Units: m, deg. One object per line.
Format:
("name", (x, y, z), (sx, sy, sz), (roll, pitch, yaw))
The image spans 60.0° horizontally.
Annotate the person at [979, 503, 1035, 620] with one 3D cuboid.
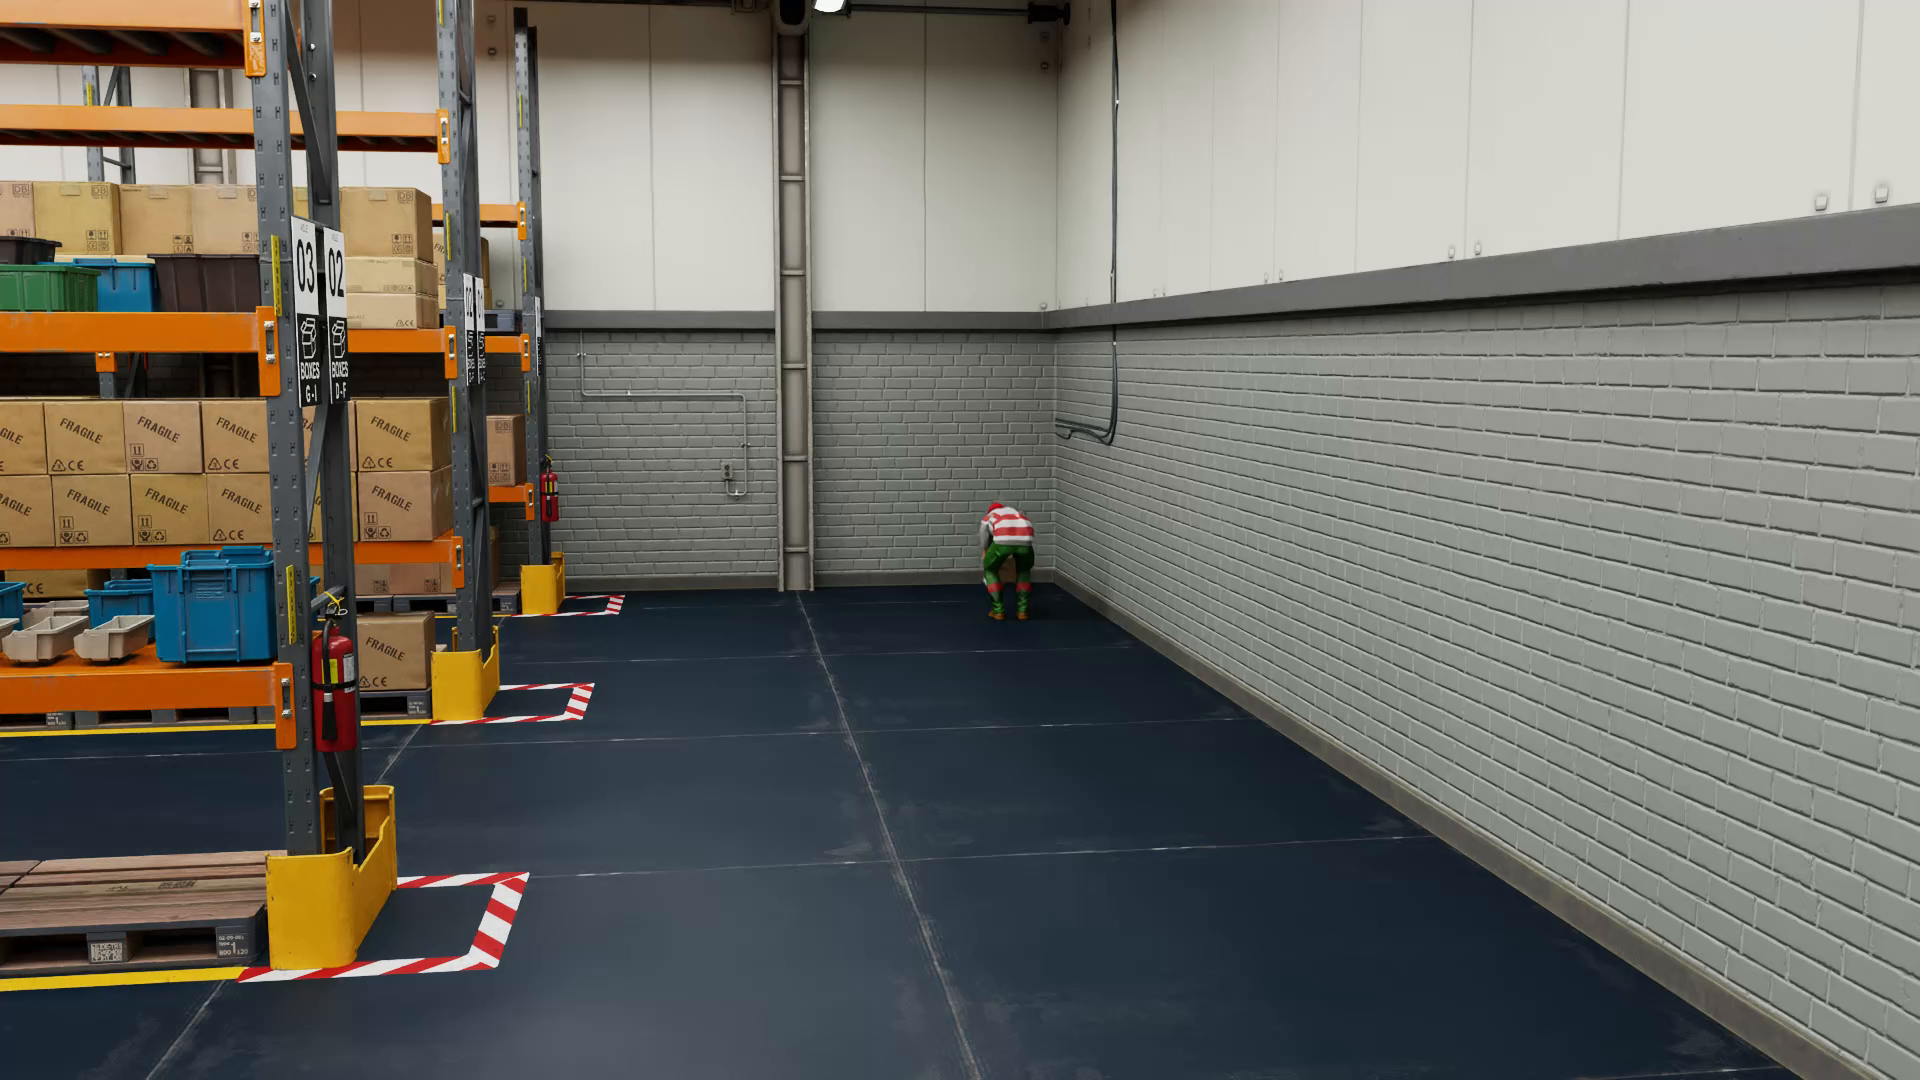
("person", (0.461, 0.210, 16.758), (0.525, 1.111, 0.947), (-1, 7, -11))
